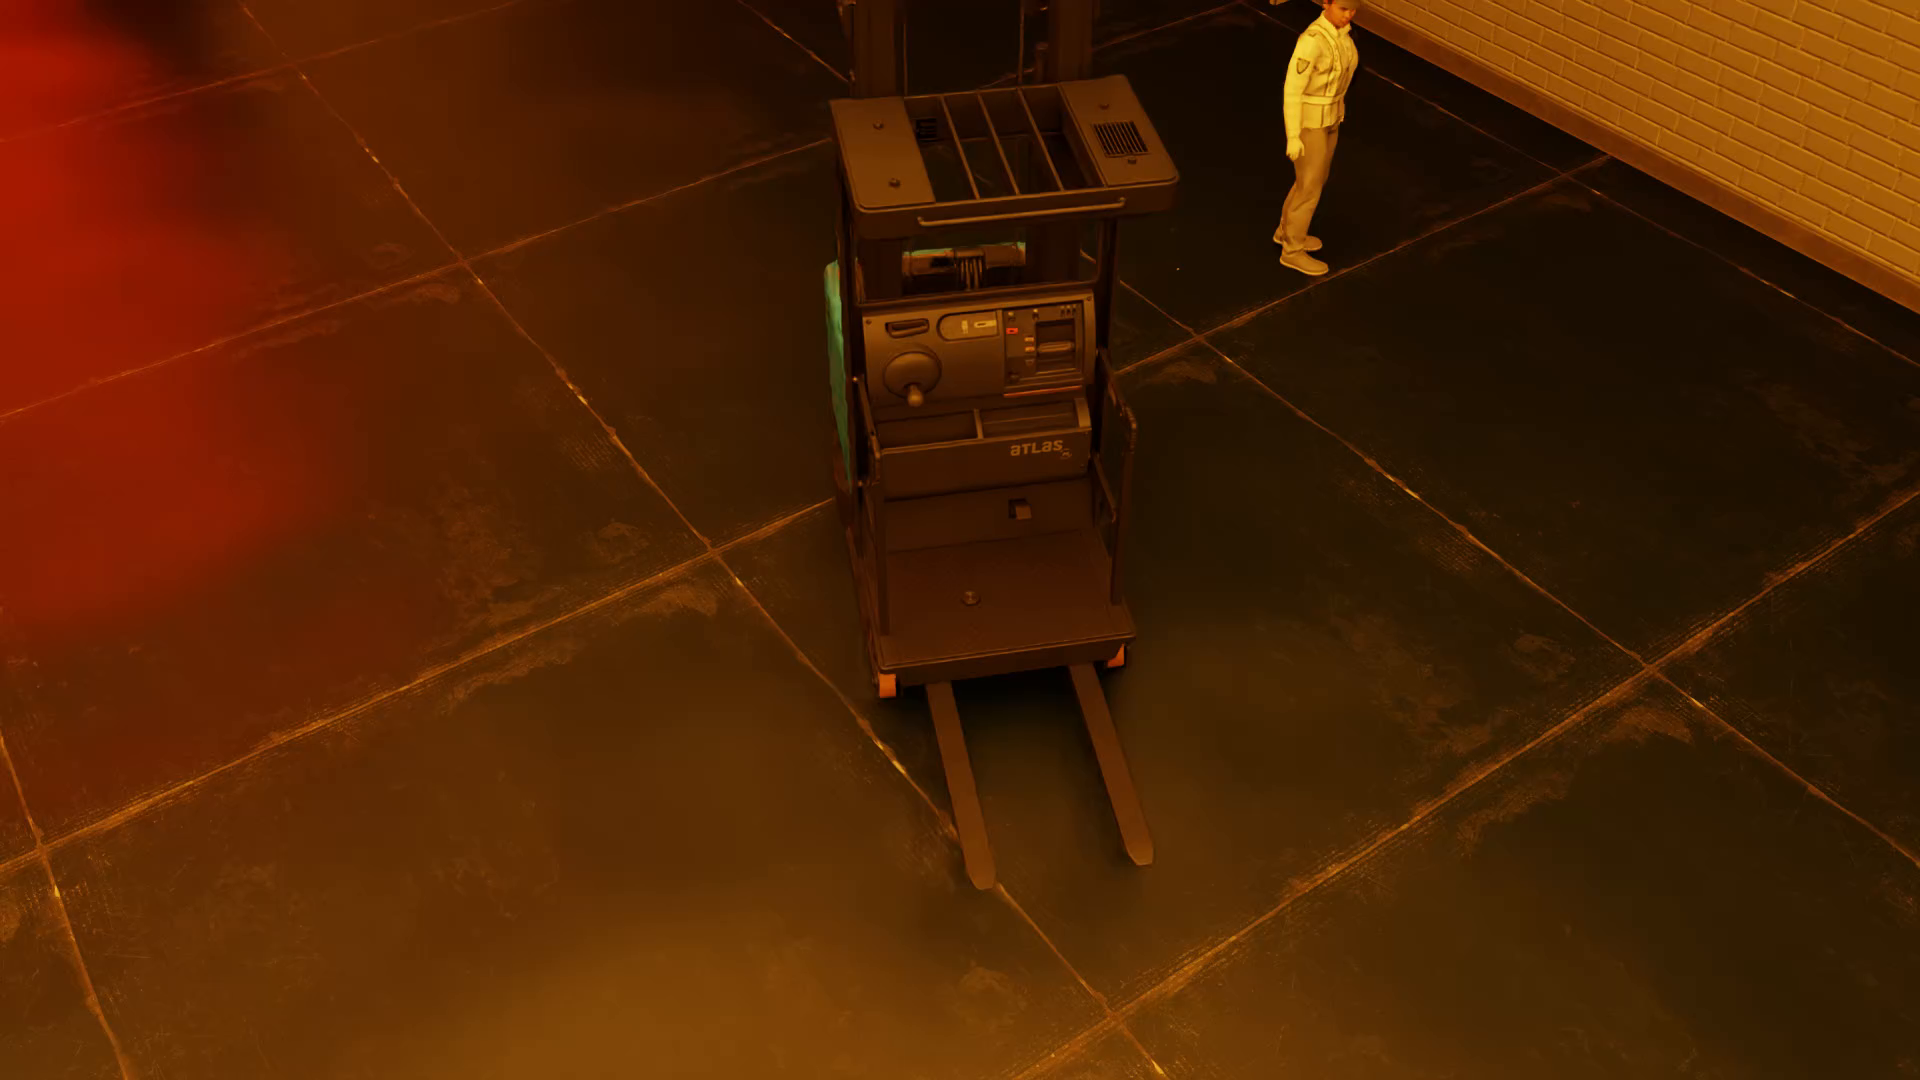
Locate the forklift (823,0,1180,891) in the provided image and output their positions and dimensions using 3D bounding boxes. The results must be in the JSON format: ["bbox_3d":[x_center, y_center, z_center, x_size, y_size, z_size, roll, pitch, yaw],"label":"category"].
[{"bbox_3d":[0.122,-0.670,6.442,1.130,2.935,3.031,-7,43,-8],"label":"forklift"}]

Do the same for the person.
[{"bbox_3d":[1.989,-2.279,9.122,0.412,1.670,0.630,20,46,21],"label":"person"}]
